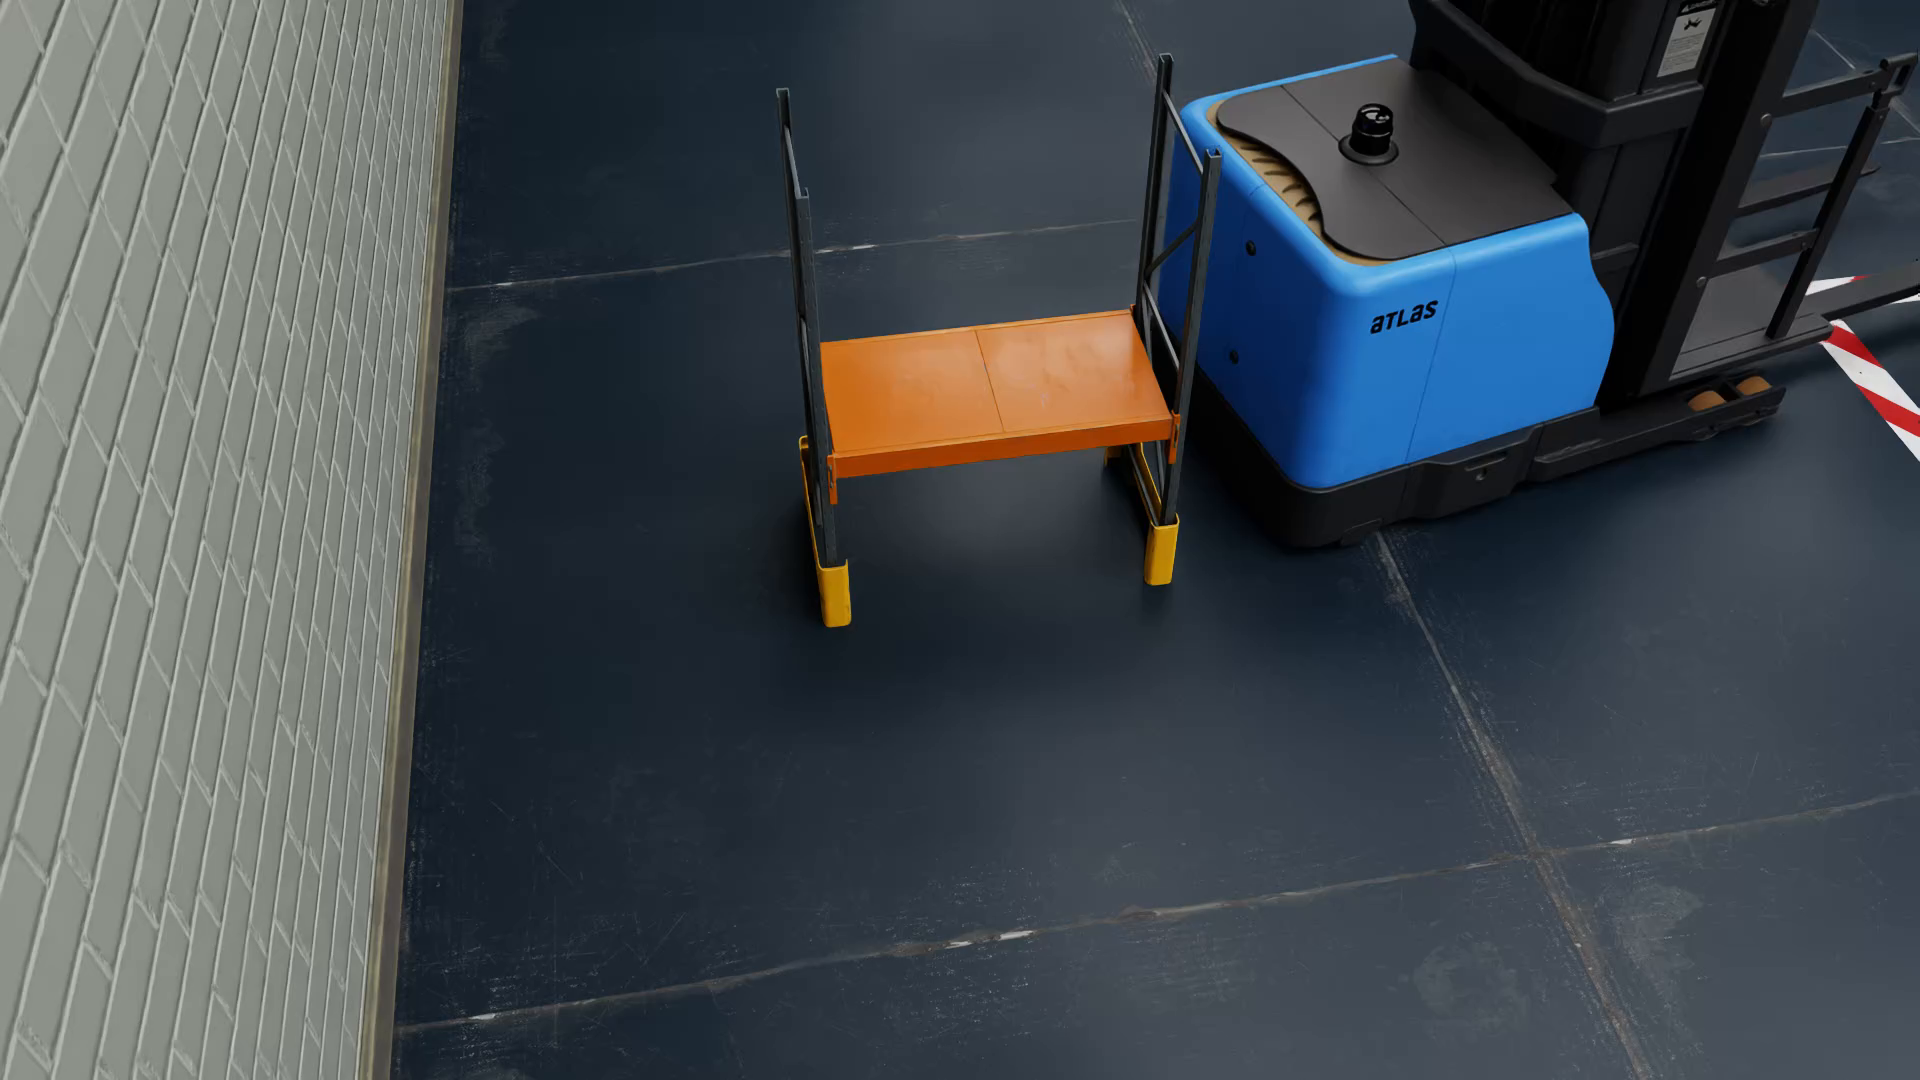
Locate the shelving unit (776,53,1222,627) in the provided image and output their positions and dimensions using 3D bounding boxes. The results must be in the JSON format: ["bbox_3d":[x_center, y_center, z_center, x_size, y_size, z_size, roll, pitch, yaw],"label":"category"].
[{"bbox_3d":[0.075,-0.530,4.719,1.083,1.500,0.587,-7,46,-7],"label":"shelving unit"}]

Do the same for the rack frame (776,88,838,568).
[{"bbox_3d":[-0.417,-0.468,4.660,0.032,1.500,0.500,-7,46,-7],"label":"rack frame"}]

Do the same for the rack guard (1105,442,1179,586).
[{"bbox_3d":[0.566,-0.157,5.228,0.087,0.250,0.587,-7,46,-7],"label":"rack guard"}]

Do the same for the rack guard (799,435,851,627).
[{"bbox_3d":[-0.416,-0.035,5.110,0.087,0.250,0.587,-7,46,-7],"label":"rack guard"}]

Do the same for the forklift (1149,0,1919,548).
[{"bbox_3d":[2.210,-1.686,4.839,3.031,2.935,1.130,-17,48,-15],"label":"forklift"}]

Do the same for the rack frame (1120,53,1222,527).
[{"bbox_3d":[0.585,-0.593,4.780,0.032,1.500,0.500,-7,46,-7],"label":"rack frame"}]

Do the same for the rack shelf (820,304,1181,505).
[{"bbox_3d":[0.084,-0.406,4.850,1.000,0.185,0.538,-7,46,-7],"label":"rack shelf"}]
